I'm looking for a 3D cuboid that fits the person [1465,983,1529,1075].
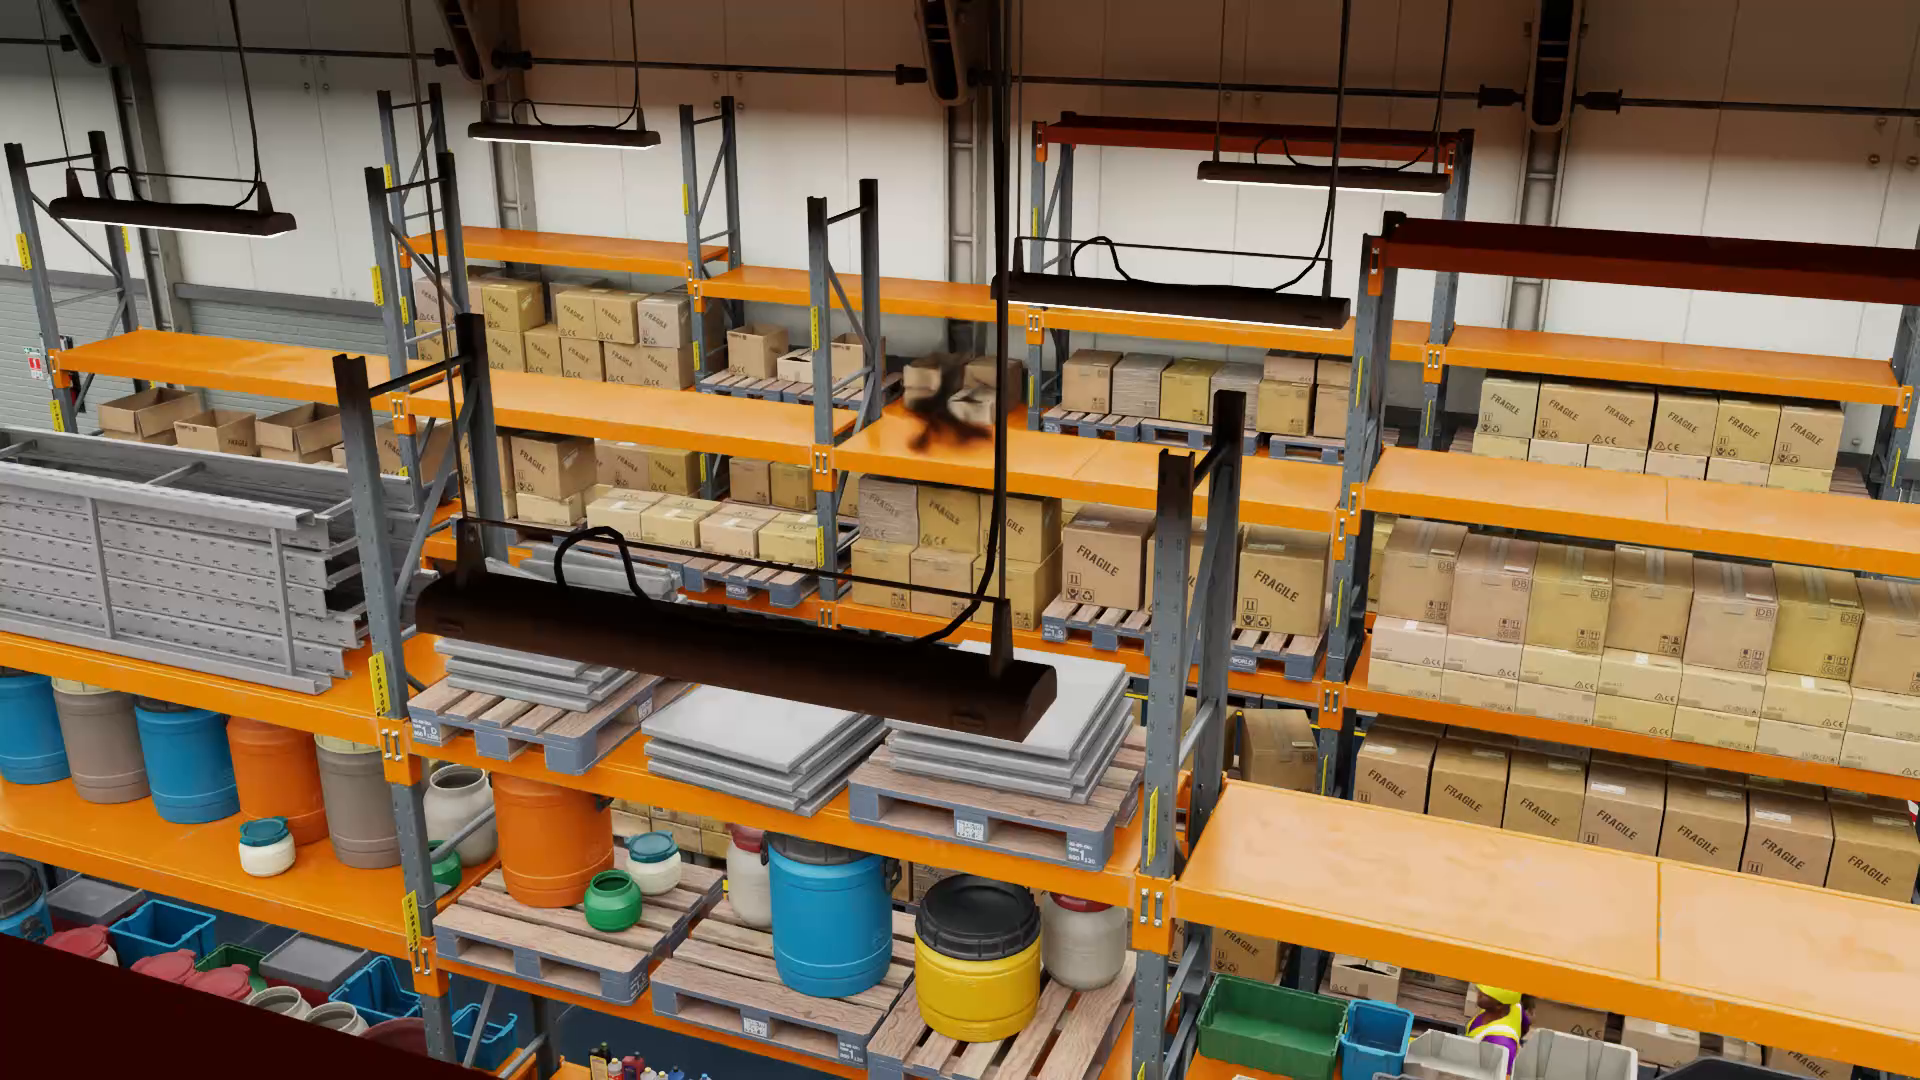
[{"bbox_3d":[3.428,3.529,10.667,0.831,1.740,0.705,6,22,15],"label":"person"}]
